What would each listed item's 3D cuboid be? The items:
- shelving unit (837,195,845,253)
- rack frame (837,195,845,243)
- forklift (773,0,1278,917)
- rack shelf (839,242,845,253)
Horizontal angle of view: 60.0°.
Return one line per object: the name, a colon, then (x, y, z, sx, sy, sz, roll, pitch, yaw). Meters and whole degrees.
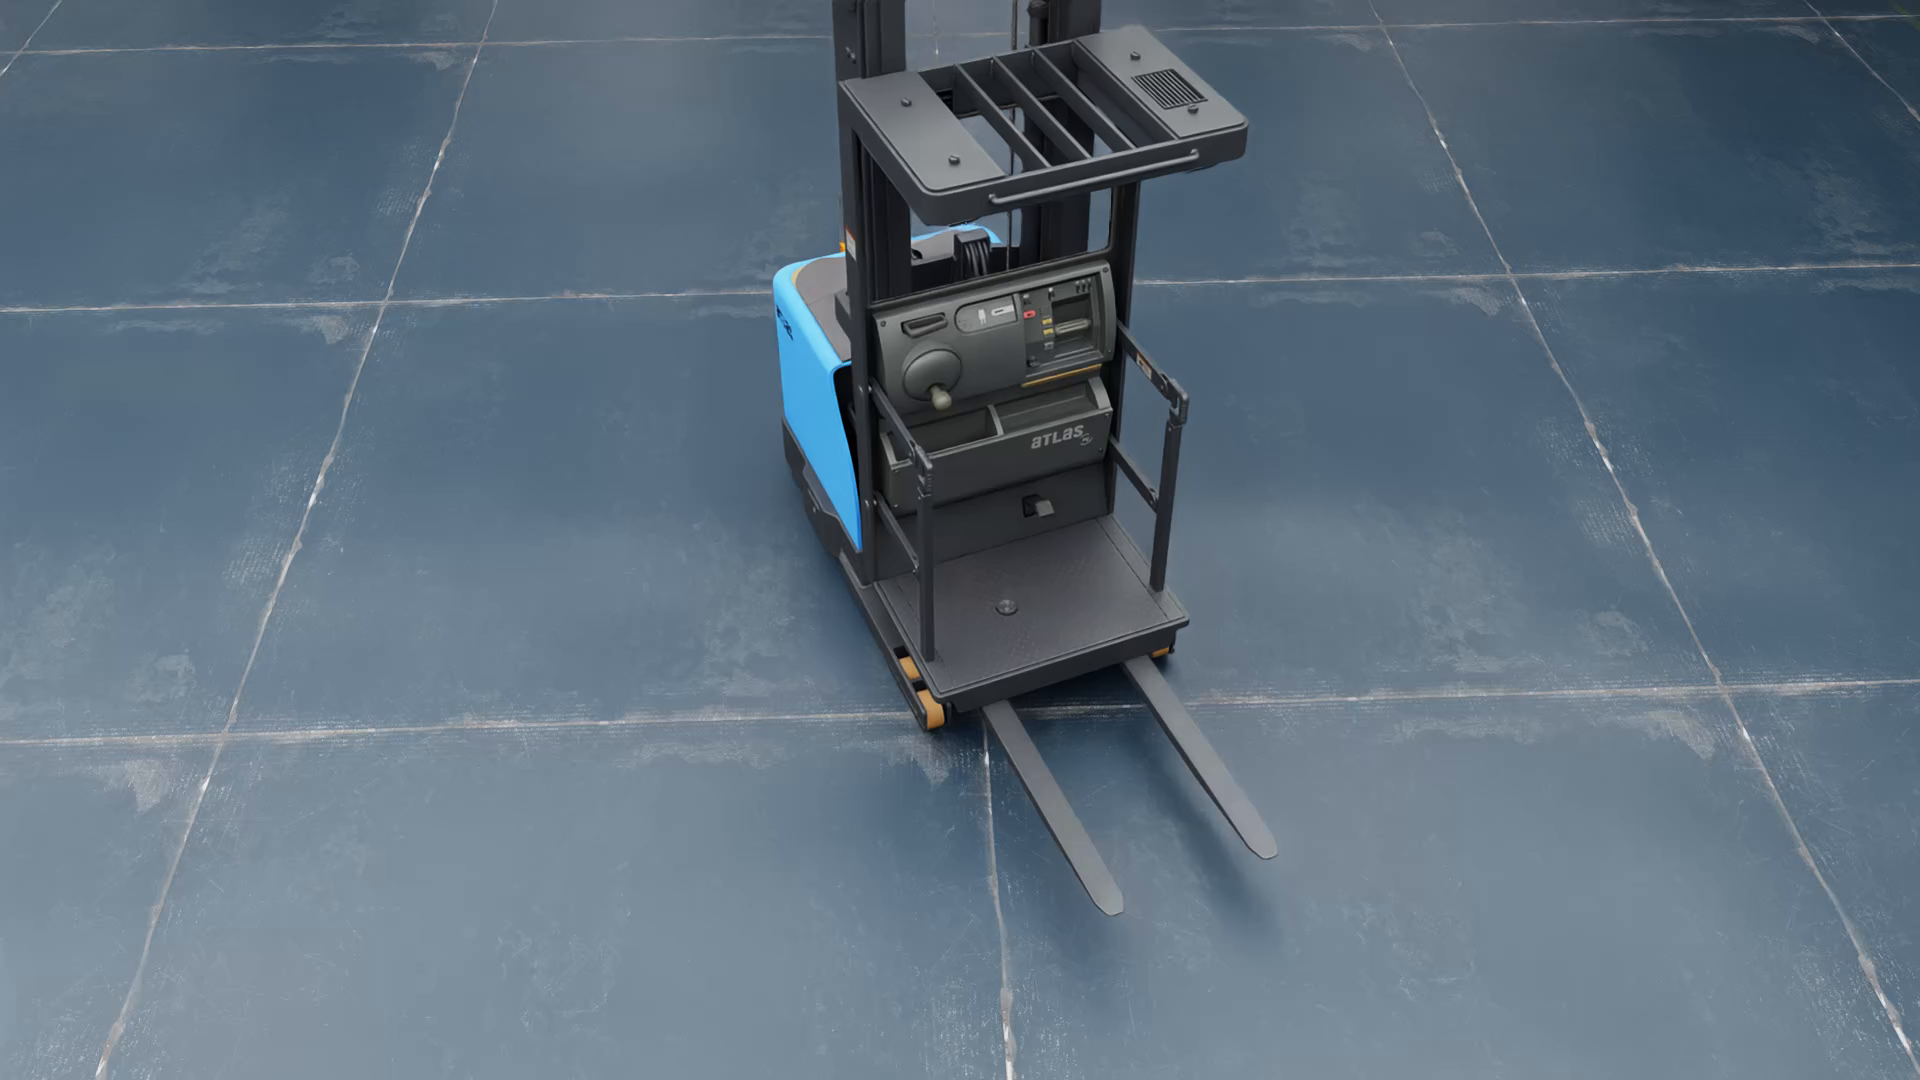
shelving unit: (-0.388, -1.033, 7.638, 0.258, 1.200, 0.189, -16, 45, -17)
rack frame: (-0.424, -1.090, 7.700, 0.240, 1.200, 0.006, -16, 45, -17)
forklift: (0.227, -0.662, 5.952, 1.130, 2.935, 3.031, -16, 45, -17)
rack shelf: (-0.389, -1.267, 7.426, 0.258, 0.103, 0.180, -16, 45, -17)
